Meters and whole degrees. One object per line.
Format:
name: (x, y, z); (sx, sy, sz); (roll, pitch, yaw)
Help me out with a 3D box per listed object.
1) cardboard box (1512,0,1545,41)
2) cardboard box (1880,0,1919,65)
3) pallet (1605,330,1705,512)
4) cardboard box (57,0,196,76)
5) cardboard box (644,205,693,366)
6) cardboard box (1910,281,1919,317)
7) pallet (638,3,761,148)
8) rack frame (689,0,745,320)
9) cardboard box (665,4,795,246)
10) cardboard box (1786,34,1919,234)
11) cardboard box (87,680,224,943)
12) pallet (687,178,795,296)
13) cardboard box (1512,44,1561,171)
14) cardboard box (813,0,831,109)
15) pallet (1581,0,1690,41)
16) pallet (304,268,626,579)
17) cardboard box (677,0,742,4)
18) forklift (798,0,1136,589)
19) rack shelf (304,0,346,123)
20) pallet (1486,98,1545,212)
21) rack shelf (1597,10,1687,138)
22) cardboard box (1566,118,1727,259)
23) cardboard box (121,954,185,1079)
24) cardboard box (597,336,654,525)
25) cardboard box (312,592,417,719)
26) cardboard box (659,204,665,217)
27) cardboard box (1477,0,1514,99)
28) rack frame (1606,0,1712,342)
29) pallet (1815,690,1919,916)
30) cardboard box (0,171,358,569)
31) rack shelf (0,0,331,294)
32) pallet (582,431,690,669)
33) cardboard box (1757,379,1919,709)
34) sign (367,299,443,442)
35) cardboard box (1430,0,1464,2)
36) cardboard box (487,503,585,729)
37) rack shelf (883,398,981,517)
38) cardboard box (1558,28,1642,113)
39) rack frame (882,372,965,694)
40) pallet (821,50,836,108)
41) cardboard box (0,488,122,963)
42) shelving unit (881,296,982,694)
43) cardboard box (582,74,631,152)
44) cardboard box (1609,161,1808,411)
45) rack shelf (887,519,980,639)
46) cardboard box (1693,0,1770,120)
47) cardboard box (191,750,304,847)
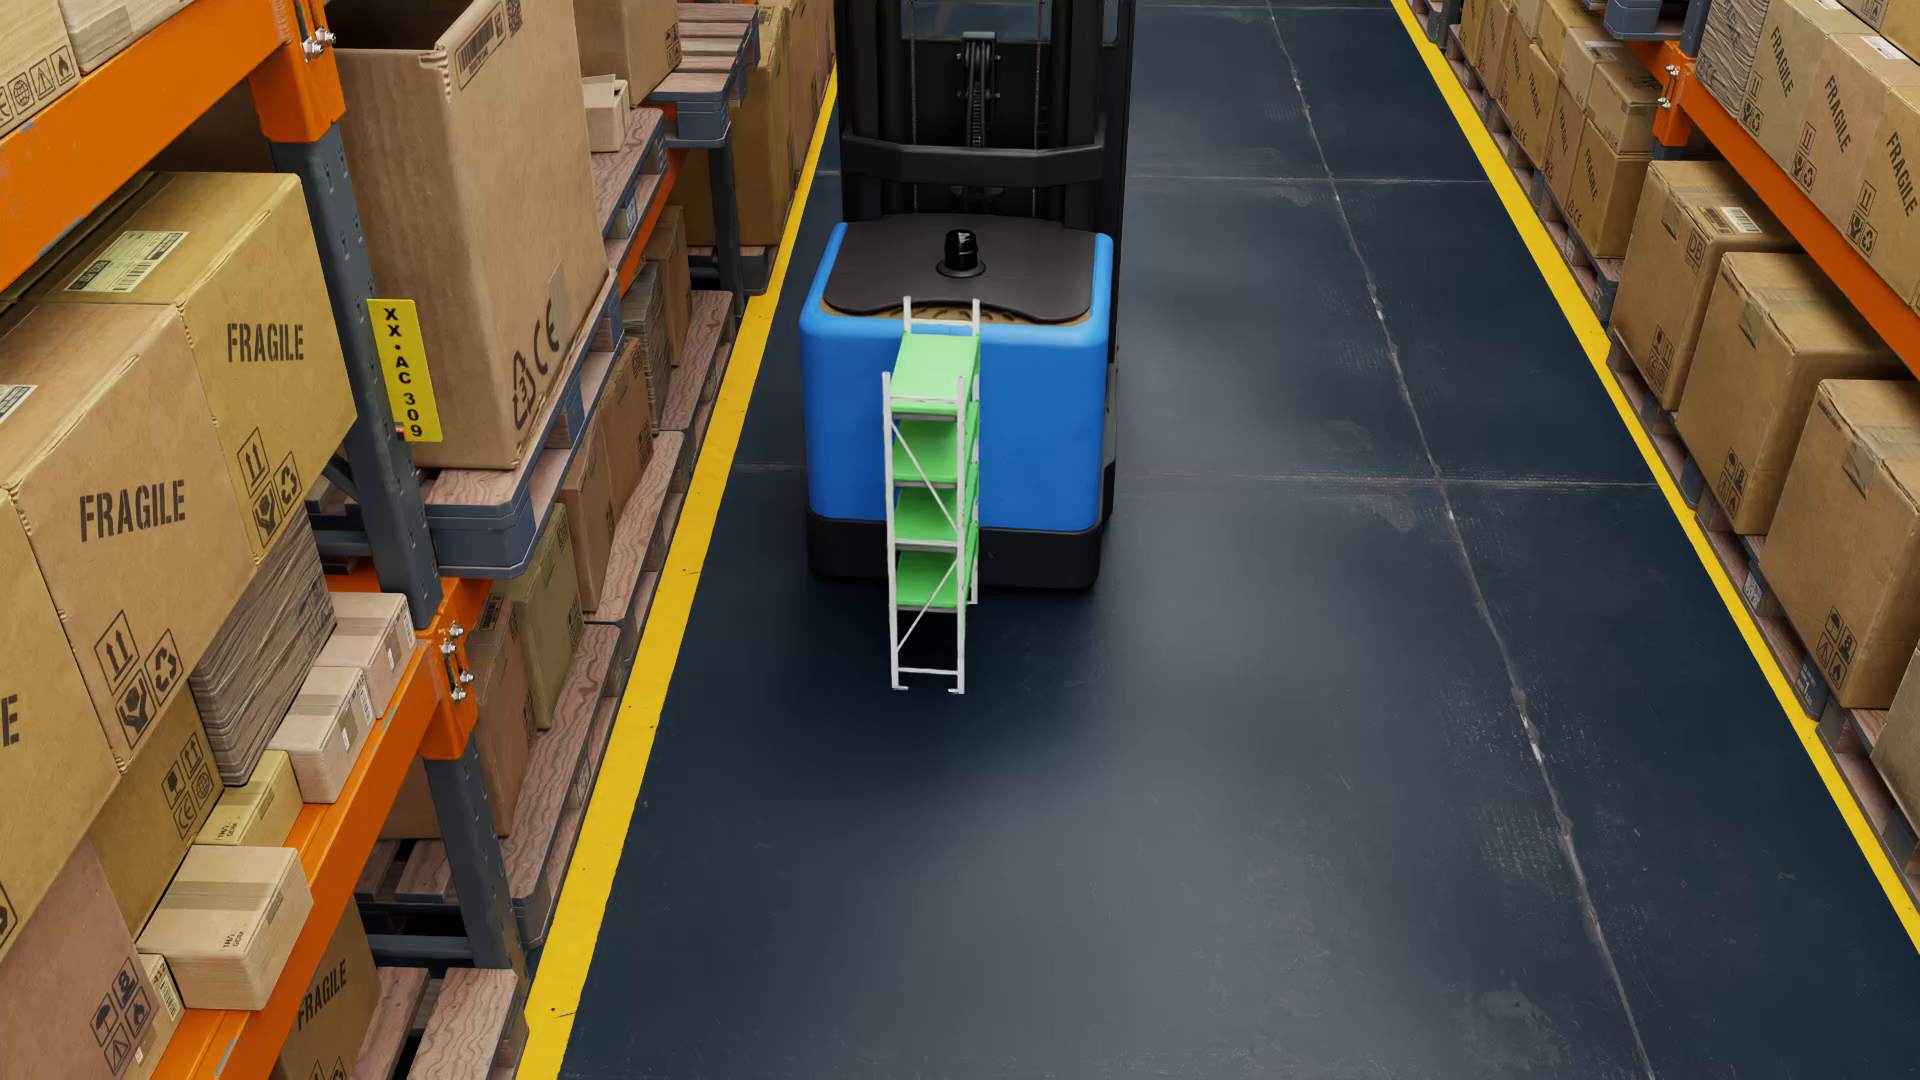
cardboard box: (3.266, -2.856, 8.862); (0.500, 0.250, 0.500); (3, 35, 4)
cardboard box: (3.377, -1.726, 5.141); (0.700, 0.500, 0.500); (1, 35, 1)
pallet: (3.336, -0.527, 6.817); (1.003, 0.211, 1.213); (1, 35, 2)
cardboard box: (-1.427, -0.892, 2.432); (0.500, 0.250, 0.500); (3, 35, 4)
cardboard box: (-1.516, -1.064, 6.947); (0.700, 0.500, 0.500); (0, 35, -1)
cardboard box: (3.077, -0.749, 4.620); (0.500, 0.500, 0.500); (2, 35, 2)
pallet: (-1.431, -1.802, 6.372); (1.213, 0.211, 1.003); (1, 35, 2)
rack frame: (-1.509, -2.292, 6.903); (1.000, 3.000, 0.127); (1, 35, 2)
cardboard box: (-1.461, -1.991, 7.956); (1.225, 0.875, 0.875); (0, 35, 0)
cardboard box: (3.117, -1.327, 5.442); (0.500, 0.500, 0.500); (1, 35, 2)
cardboard box: (-1.805, 0.387, 2.745); (0.875, 0.500, 0.500); (1, 35, 2)
pallet: (-1.402, -1.603, 8.347); (1.003, 0.211, 1.213); (1, 35, 2)
cardboard box: (3.238, -2.255, 8.659); (0.500, 0.500, 0.500); (0, 35, 0)
cardboard box: (-1.389, -3.011, 9.409); (1.225, 0.875, 0.875); (0, 35, 0)
pallet: (3.365, -2.453, 7.298); (1.213, 0.211, 1.003); (1, 35, 2)
pallet: (-1.494, -0.351, 4.308); (1.003, 0.211, 1.213); (1, 35, 2)
cardboard box: (-1.218, -2.606, 7.262); (0.500, 0.500, 0.500); (2, 35, 3)
forklift: (0.113, -1.856, 6.341); (1.130, 2.935, 3.031); (3, 35, 5)
rack shelf: (-1.589, -2.076, 4.612); (1.077, 0.370, 4.000); (1, 35, 2)
pallet: (3.527, -2.127, 9.092); (1.003, 0.211, 1.213); (1, 35, 2)
rack shelf: (3.523, -2.974, 8.499); (1.077, 0.370, 4.000); (1, 35, 2)
cardboard box: (3.208, -1.653, 7.802); (0.500, 0.500, 0.500); (1, 35, 2)
cardboard box: (-1.515, 0.812, 2.705); (0.380, 0.149, 0.250); (1, 35, 2)
cardboard box: (-1.541, -0.419, 6.029); (0.700, 0.500, 0.500); (4, 35, 6)
cardboard box: (-1.385, 0.239, 3.520); (0.380, 0.149, 0.250); (1, 35, 2)
cardboard box: (-1.506, -1.371, 6.731); (0.500, 0.250, 0.500); (3, 35, 4)
cardboard box: (3.289, -2.844, 9.497); (0.500, 0.500, 0.500); (3, 35, 4)
rack frame: (3.443, -2.120, 6.657); (1.000, 3.000, 0.127); (1, 35, 2)
pallet: (3.238, 0.874, 4.822); (1.003, 0.211, 1.213); (1, 35, 2)
cardboard box: (-1.413, -0.301, 2.854); (0.500, 0.500, 0.500); (1, 35, 2)
rack shelf: (-1.750, 0.222, 1.342); (1.077, 0.370, 4.000); (1, 35, 2)
pallet: (-1.594, -0.003, 6.071); (1.003, 0.211, 1.213); (1, 35, 2)
cardboard box: (3.260, 0.014, 5.212); (1.050, 0.750, 0.750); (1, 35, 2)
sign: (-1.127, -0.340, 3.372); (0.100, 0.325, 0.005); (1, 35, 2)
cardboard box: (3.279, -3.656, 10.958); (0.380, 0.149, 0.250); (2, 35, 2)
cardboard box: (-1.586, 0.223, 5.116); (0.700, 0.500, 0.500); (1, 35, 2)
rack shelf: (-0.082, -0.274, 5.290); (0.258, 0.148, 0.480); (3, 35, 5)
cardboard box: (3.218, -2.265, 8.020); (0.500, 0.250, 0.500); (2, 35, 3)
rack frame: (-0.106, 0.010, 5.193); (0.240, 1.200, 0.015); (3, 35, 5)
pallet: (-1.304, -3.004, 10.341); (1.003, 0.211, 1.213); (1, 35, 2)
cardboard box: (-1.453, 0.274, 2.037); (0.500, 0.500, 0.500); (1, 35, 2)
shelving unit: (-0.082, -0.130, 5.391); (0.258, 1.200, 0.503); (3, 35, 5)
cardboard box: (-1.306, -1.445, 5.449); (0.396, 0.266, 0.258); (0, 35, 1)
cardboard box: (3.328, -1.023, 6.688); (1.050, 0.750, 0.750); (1, 35, 1)
rack shelf: (-0.082, 0.119, 5.566); (0.258, 0.148, 0.480); (3, 35, 5)
cardboard box: (3.155, -1.909, 6.270); (0.500, 0.500, 0.500); (2, 35, 2)
cardboard box: (-1.474, 0.525, 3.113); (0.380, 0.149, 0.250); (1, 35, 2)
